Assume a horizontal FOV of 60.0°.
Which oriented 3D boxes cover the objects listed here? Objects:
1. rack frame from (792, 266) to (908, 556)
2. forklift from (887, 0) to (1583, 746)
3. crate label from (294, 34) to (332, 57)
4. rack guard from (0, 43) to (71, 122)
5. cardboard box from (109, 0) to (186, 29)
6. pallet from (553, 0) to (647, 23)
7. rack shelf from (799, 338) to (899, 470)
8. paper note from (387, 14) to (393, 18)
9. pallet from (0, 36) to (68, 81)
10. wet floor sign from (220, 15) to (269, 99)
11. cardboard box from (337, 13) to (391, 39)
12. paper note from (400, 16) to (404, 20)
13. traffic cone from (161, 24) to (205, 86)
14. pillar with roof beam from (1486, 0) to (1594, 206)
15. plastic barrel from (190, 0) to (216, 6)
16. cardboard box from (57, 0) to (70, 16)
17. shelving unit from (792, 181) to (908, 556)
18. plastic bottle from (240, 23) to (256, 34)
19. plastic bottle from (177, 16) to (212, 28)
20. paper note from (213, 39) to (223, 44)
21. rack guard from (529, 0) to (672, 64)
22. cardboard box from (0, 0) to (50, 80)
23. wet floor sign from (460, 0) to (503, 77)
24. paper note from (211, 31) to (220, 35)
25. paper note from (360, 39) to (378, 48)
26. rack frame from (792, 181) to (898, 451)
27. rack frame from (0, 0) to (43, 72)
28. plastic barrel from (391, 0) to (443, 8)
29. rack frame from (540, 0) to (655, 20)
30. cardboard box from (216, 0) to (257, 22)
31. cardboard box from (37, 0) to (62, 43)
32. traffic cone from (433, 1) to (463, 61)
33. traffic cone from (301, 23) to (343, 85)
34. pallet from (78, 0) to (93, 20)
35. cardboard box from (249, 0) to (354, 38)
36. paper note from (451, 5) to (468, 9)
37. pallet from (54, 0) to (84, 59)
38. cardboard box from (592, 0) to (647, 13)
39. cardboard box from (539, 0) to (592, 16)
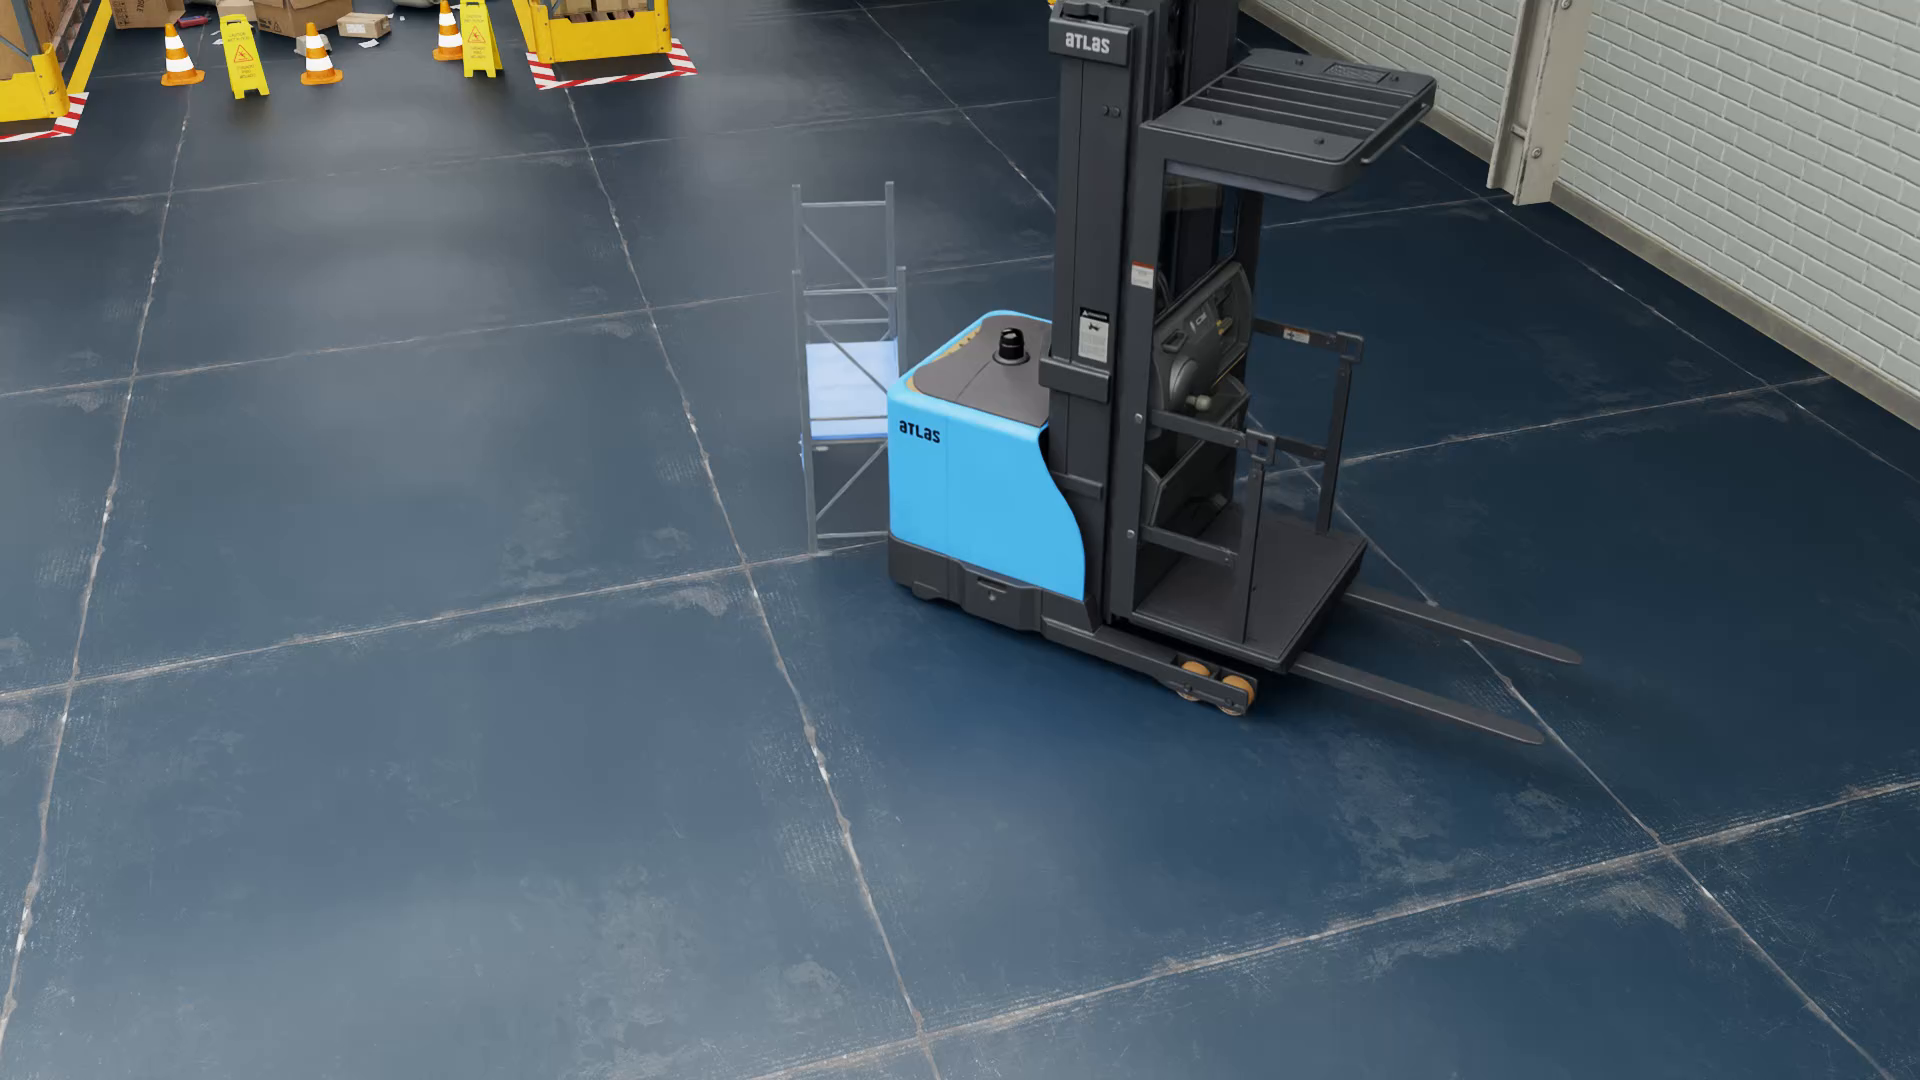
[{"bbox_3d":[-0.488,-0.566,7.746,0.500,1.500,0.032,-3,34,-4],"label":"rack frame"},{"bbox_3d":[1.188,-0.809,6.816,3.031,2.935,1.130,18,38,25],"label":"forklift"},{"bbox_3d":[-5.759,-4.414,14.806,0.298,0.136,0.250,27,42,34],"label":"crate label"},{"bbox_3d":[-7.823,-3.621,13.277,1.175,0.500,0.348,-10,35,-15],"label":"rack guard"},{"bbox_3d":[-7.600,-5.093,15.501,0.500,0.500,0.500,-4,34,-6],"label":"cardboard box"},{"bbox_3d":[-3.384,-4.871,15.430,1.003,0.211,1.213,-10,35,-15],"label":"pallet"},{"bbox_3d":[-0.531,-0.695,8.268,0.538,0.185,1.000,-3,34,-4],"label":"rack shelf"},{"bbox_3d":[-5.447,-4.952,15.726,0.148,0.019,0.142,1,33,2],"label":"paper note"},{"bbox_3d":[-8.149,-3.920,13.991,1.003,0.211,1.213,-10,35,-15],"label":"pallet"},{"bbox_3d":[-5.936,-4.012,13.737,0.267,0.644,0.232,-16,37,-23],"label":"wet floor sign"},{"bbox_3d":[-5.470,-4.721,15.260,0.380,0.149,0.250,7,34,10],"label":"cardboard box"},{"bbox_3d":[-5.266,-4.925,15.694,0.032,0.001,0.123,-10,35,-15],"label":"paper note"},{"bbox_3d":[-6.640,-4.136,14.090,0.336,0.463,0.334,-10,35,-15],"label":"traffic cone"},{"bbox_3d":[-0.045,-5.545,8.479,9.100,9.000,0.400,-10,35,-15],"label":"pillar with roof beam"},{"bbox_3d":[-7.244,-5.364,15.984,0.512,0.421,0.421,13,36,18],"label":"plastic barrel"},{"bbox_3d":[-8.647,-5.251,15.022,0.875,0.875,0.875,-10,35,-14],"label":"cardboard box"},{"bbox_3d":[-0.531,-0.845,8.168,0.538,1.500,1.048,-3,34,-4],"label":"shelving unit"},{"bbox_3d":[-6.617,-4.727,15.348,0.133,0.061,0.283,-23,40,-31],"label":"plastic bottle"},{"bbox_3d":[-7.146,-4.845,15.527,0.283,0.061,0.133,-23,40,-31],"label":"plastic bottle"},{"bbox_3d":[-6.679,-4.524,15.071,0.144,0.017,0.142,1,33,2],"label":"paper note"},{"bbox_3d":[-3.170,-4.559,14.696,1.175,0.500,0.348,-10,35,-15],"label":"rack guard"},{"bbox_3d":[-8.100,-4.311,13.599,0.875,0.875,0.875,-10,35,-14],"label":"cardboard box"},{"bbox_3d":[-4.108,-4.300,14.173,0.267,0.644,0.232,1,33,2],"label":"wet floor sign"},{"bbox_3d":[-6.849,-4.669,15.306,0.032,0.001,0.123,7,34,10],"label":"paper note"},{"bbox_3d":[-5.331,-4.485,15.010,0.148,0.019,0.142,-23,40,-31],"label":"paper note"},{"bbox_3d":[-0.575,-1.124,8.591,0.500,1.500,0.032,-3,34,-4],"label":"rack frame"},{"bbox_3d":[-7.830,-4.677,12.607,1.000,3.000,0.127,-10,35,-15],"label":"rack frame"},{"bbox_3d":[-5.219,-5.317,15.913,0.512,0.421,0.421,13,36,18],"label":"plastic barrel"},{"bbox_3d":[-3.147,-5.562,13.947,1.000,3.000,0.127,-10,35,-15],"label":"rack frame"},{"bbox_3d":[-6.772,-5.044,15.642,0.396,0.266,0.258,-4,34,-6],"label":"cardboard box"},{"bbox_3d":[-8.371,-4.772,14.297,0.875,0.875,0.875,-11,35,-15],"label":"cardboard box"},{"bbox_3d":[-4.507,-4.513,14.660,0.336,0.463,0.334,-10,35,-15],"label":"traffic cone"},{"bbox_3d":[-5.460,-4.148,14.107,0.336,0.463,0.334,-10,35,-15],"label":"traffic cone"},{"bbox_3d":[-8.893,-5.201,15.930,1.003,0.211,1.213,-10,35,-15],"label":"pallet"},{"bbox_3d":[-6.094,-5.017,15.386,0.637,0.503,0.797,19,38,26],"label":"cardboard box"},{"bbox_3d":[-4.811,-5.136,15.995,0.142,0.019,0.148,-23,40,-31],"label":"paper note"},{"bbox_3d":[-8.517,-4.559,14.959,1.003,0.211,1.213,-10,35,-15],"label":"pallet"},{"bbox_3d":[-3.130,-5.060,15.300,0.500,0.250,0.500,-10,35,-15],"label":"cardboard box"},{"bbox_3d":[-3.657,-4.982,15.182,0.500,0.250,0.500,-10,35,-15],"label":"cardboard box"}]
